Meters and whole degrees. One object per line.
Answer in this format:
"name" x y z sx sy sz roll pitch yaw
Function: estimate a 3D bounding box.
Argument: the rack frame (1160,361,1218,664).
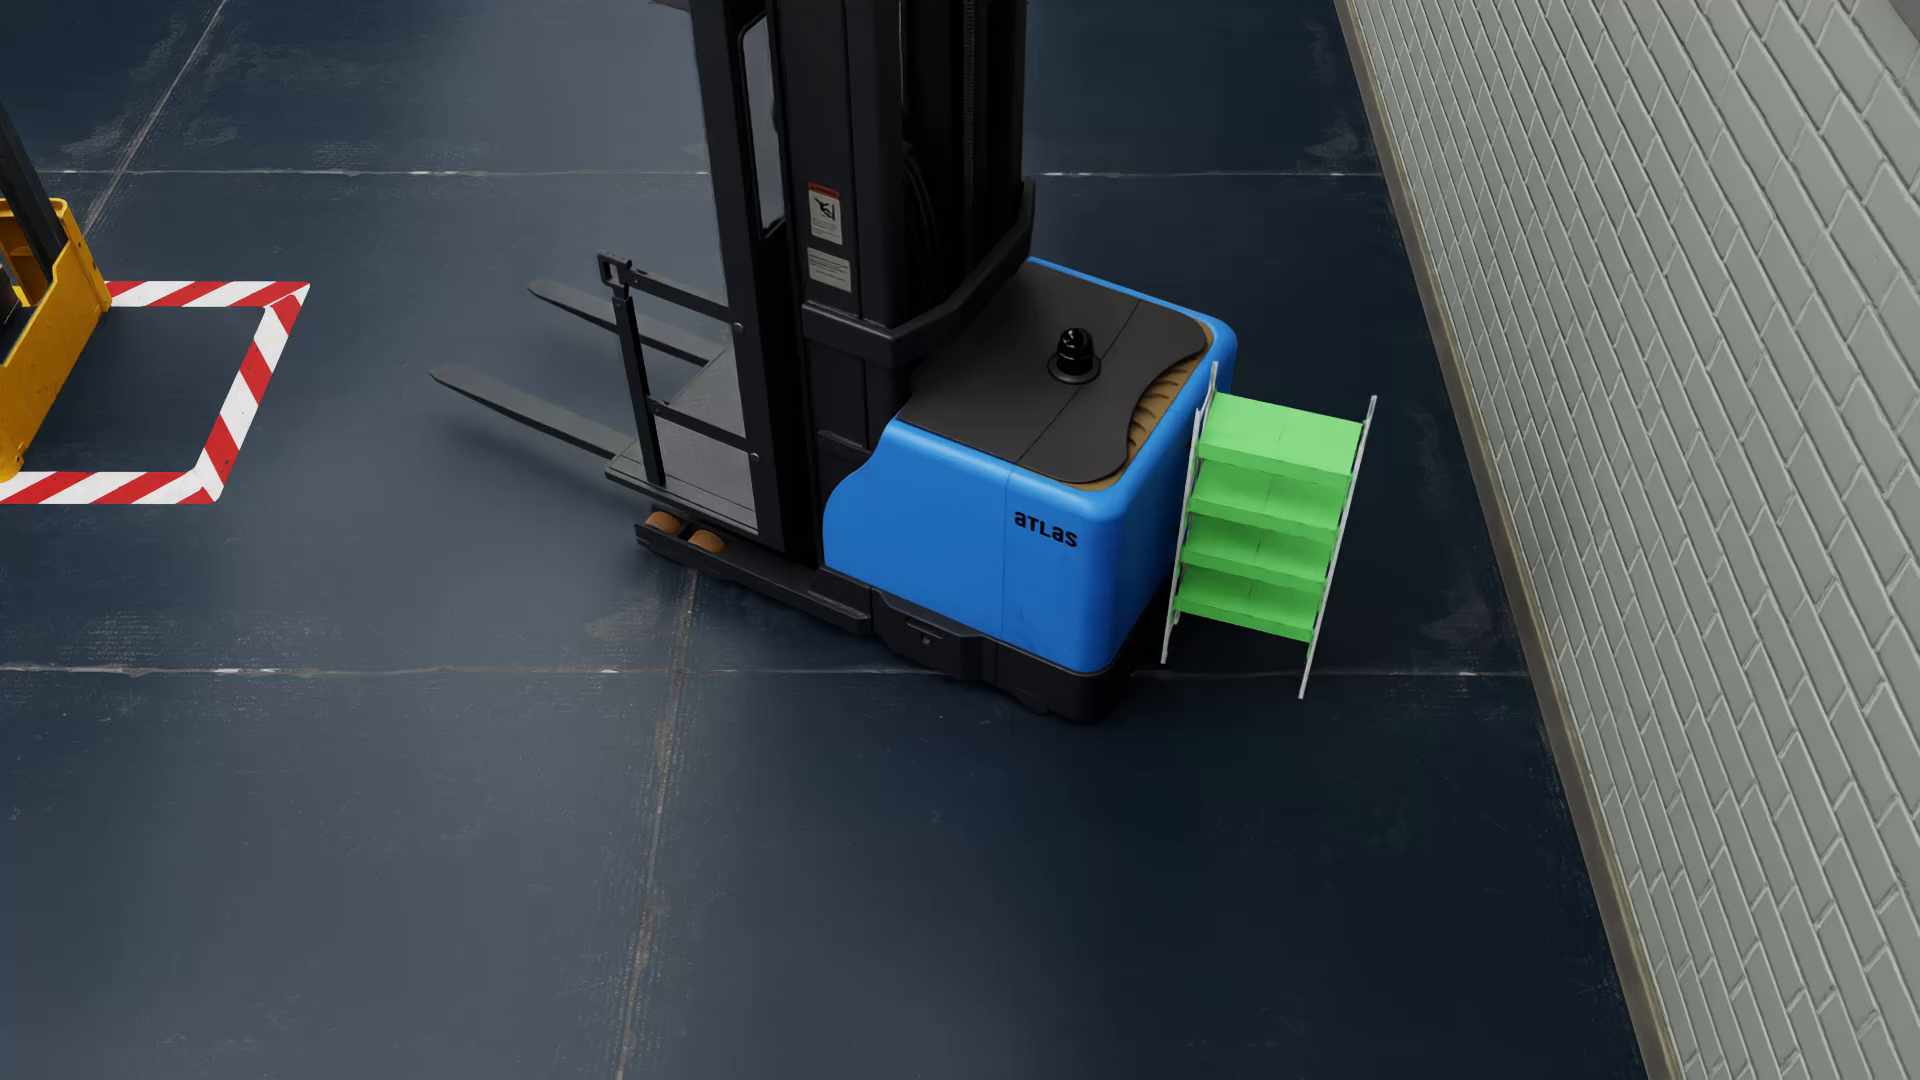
"rack frame" 0.750 -0.058 5.484 0.015 1.200 0.240 14 49 13

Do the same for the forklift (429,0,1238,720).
"forklift" -0.615 -1.188 5.353 3.031 2.935 1.130 22 51 19

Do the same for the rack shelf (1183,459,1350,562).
"rack shelf" 0.982 -0.121 5.302 0.480 0.148 0.258 14 49 13

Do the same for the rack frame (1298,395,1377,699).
"rack frame" 1.213 0.056 5.378 0.015 1.200 0.240 14 49 13

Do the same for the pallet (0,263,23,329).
"pallet" -4.661 -0.746 6.800 1.213 0.211 1.003 0 47 0

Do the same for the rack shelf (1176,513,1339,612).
"rack shelf" 0.982 0.043 5.478 0.480 0.148 0.258 14 49 13

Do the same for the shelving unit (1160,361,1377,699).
"shelving unit" 0.982 -0.001 5.431 0.503 1.200 0.258 14 49 13

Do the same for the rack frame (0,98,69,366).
"rack frame" -3.773 -1.667 5.753 0.127 3.000 1.000 0 47 0

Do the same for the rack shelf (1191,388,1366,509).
"rack shelf" 0.982 -0.284 5.126 0.480 0.148 0.258 14 49 13

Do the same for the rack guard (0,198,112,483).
"rack guard" -3.849 -0.816 6.668 0.348 0.500 1.175 0 47 0

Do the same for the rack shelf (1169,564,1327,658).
"rack shelf" 0.982 0.206 5.653 0.480 0.148 0.258 14 49 13
